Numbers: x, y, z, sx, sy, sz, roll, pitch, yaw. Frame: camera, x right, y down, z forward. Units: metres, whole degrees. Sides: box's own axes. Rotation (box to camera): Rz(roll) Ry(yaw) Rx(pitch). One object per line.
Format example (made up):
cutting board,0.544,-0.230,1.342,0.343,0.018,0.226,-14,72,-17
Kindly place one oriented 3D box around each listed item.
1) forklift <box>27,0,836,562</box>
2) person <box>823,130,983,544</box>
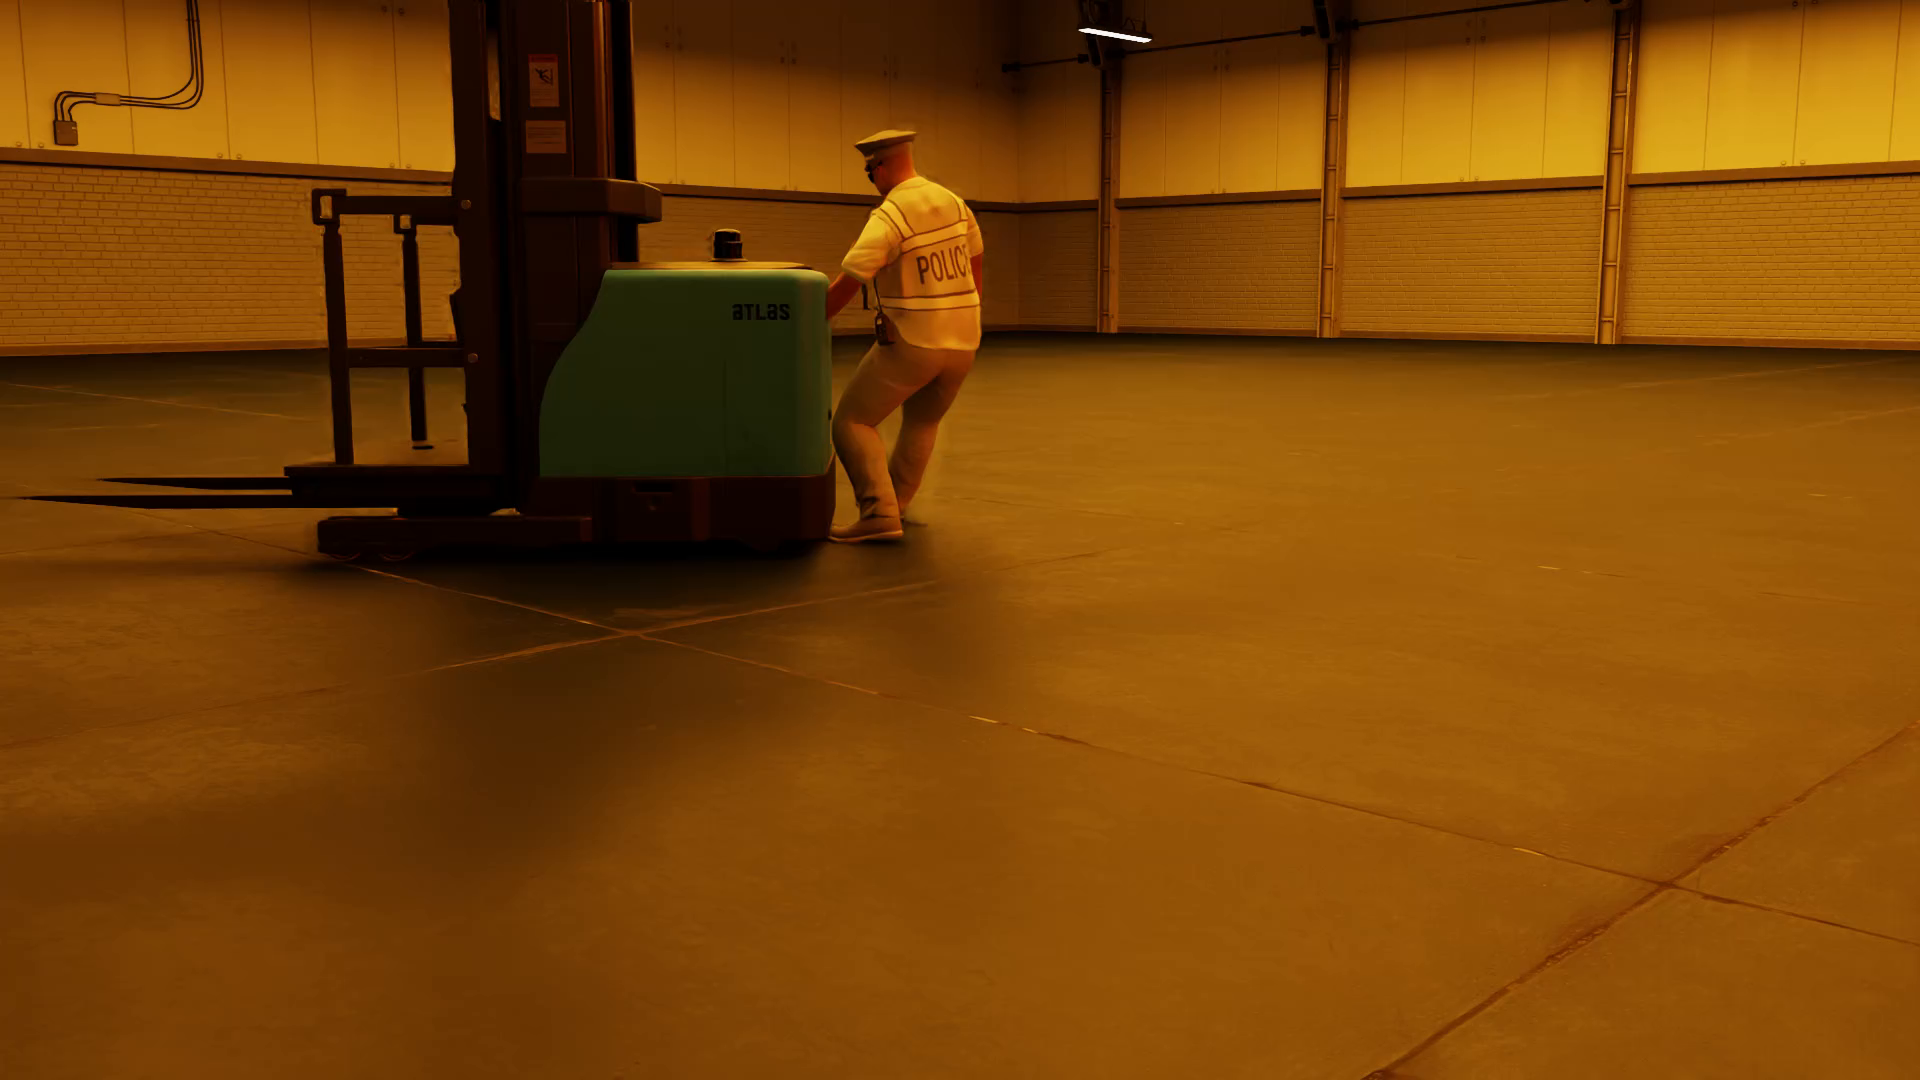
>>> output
forklift,-2.034,-1.449,6.494,3.031,2.935,1.130,0,9,-2
person,-0.346,-0.842,6.892,0.782,1.638,0.868,-8,12,-43
